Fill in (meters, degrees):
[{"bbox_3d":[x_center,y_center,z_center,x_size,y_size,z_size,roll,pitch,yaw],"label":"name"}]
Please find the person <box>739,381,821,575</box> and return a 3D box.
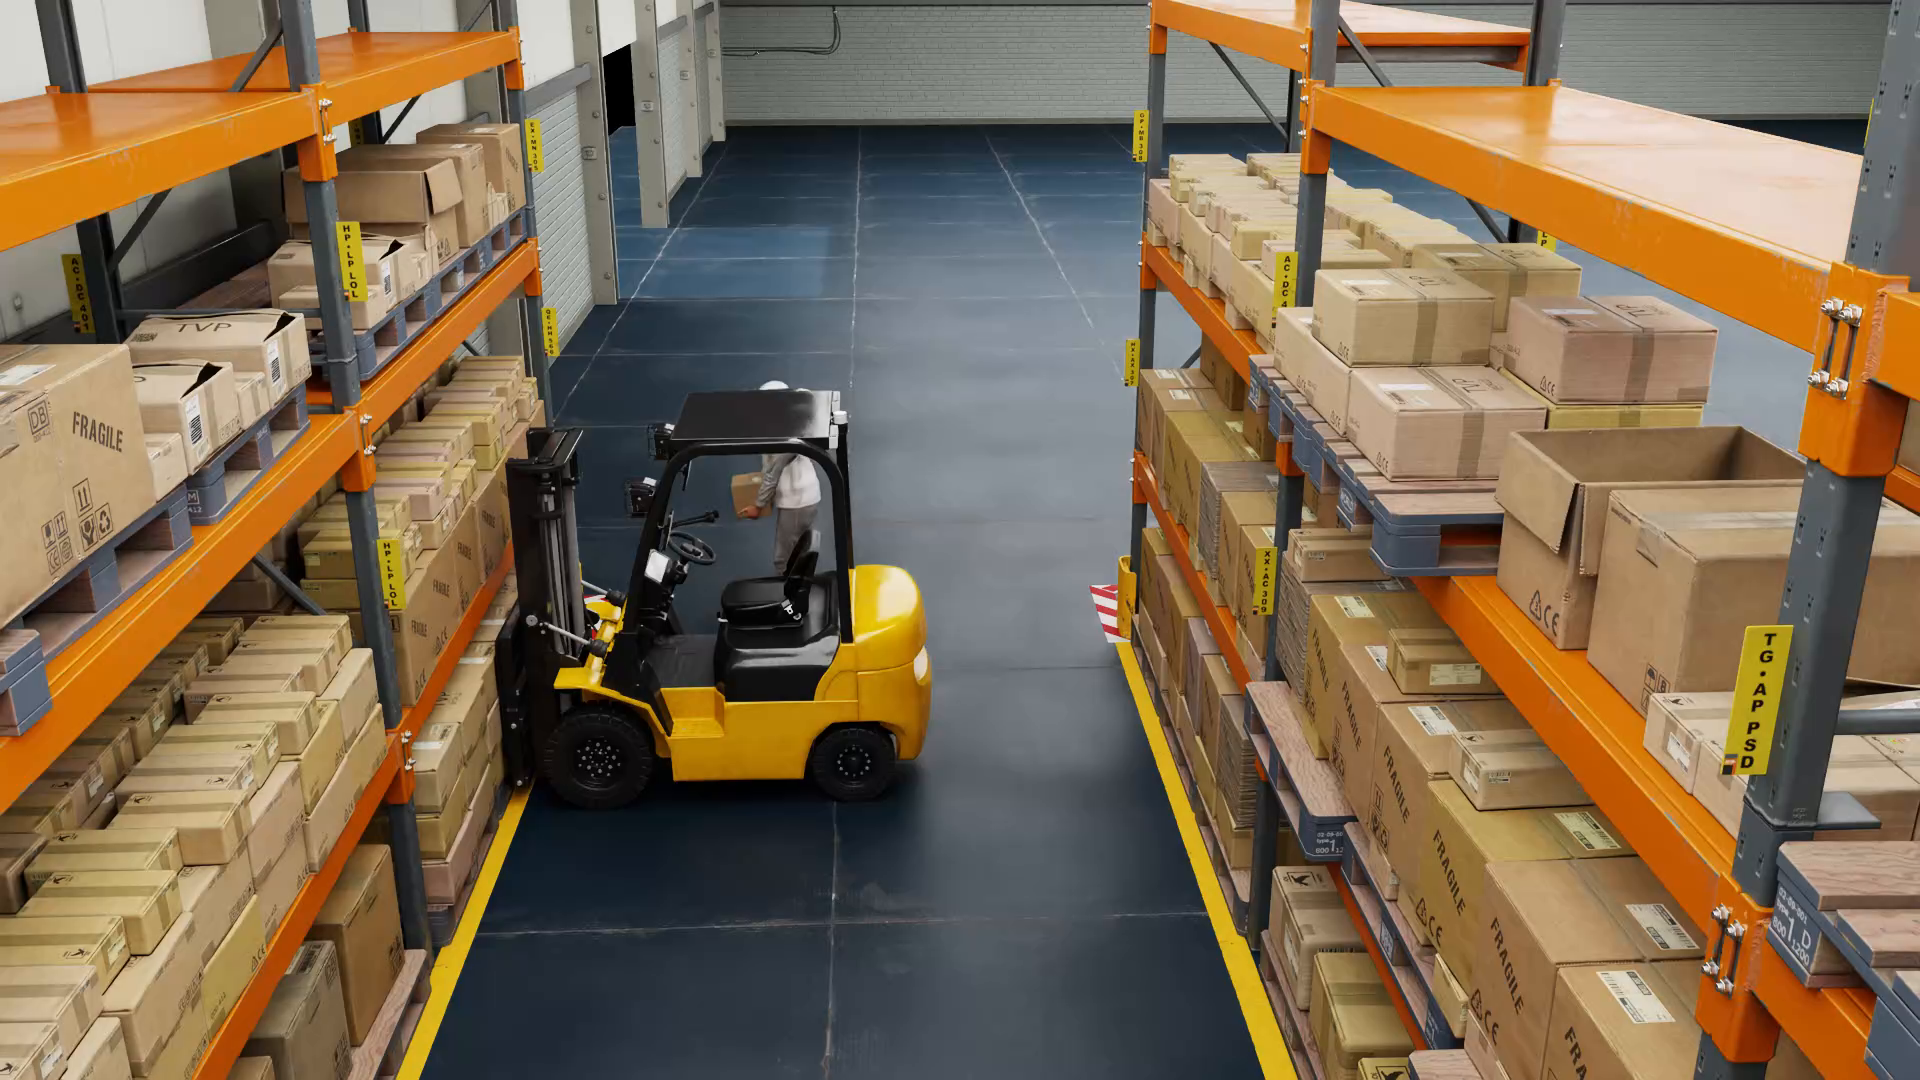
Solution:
[{"bbox_3d":[-1.274,-0.265,11.777,0.577,1.765,0.487,-1,20,-4],"label":"person"}]
